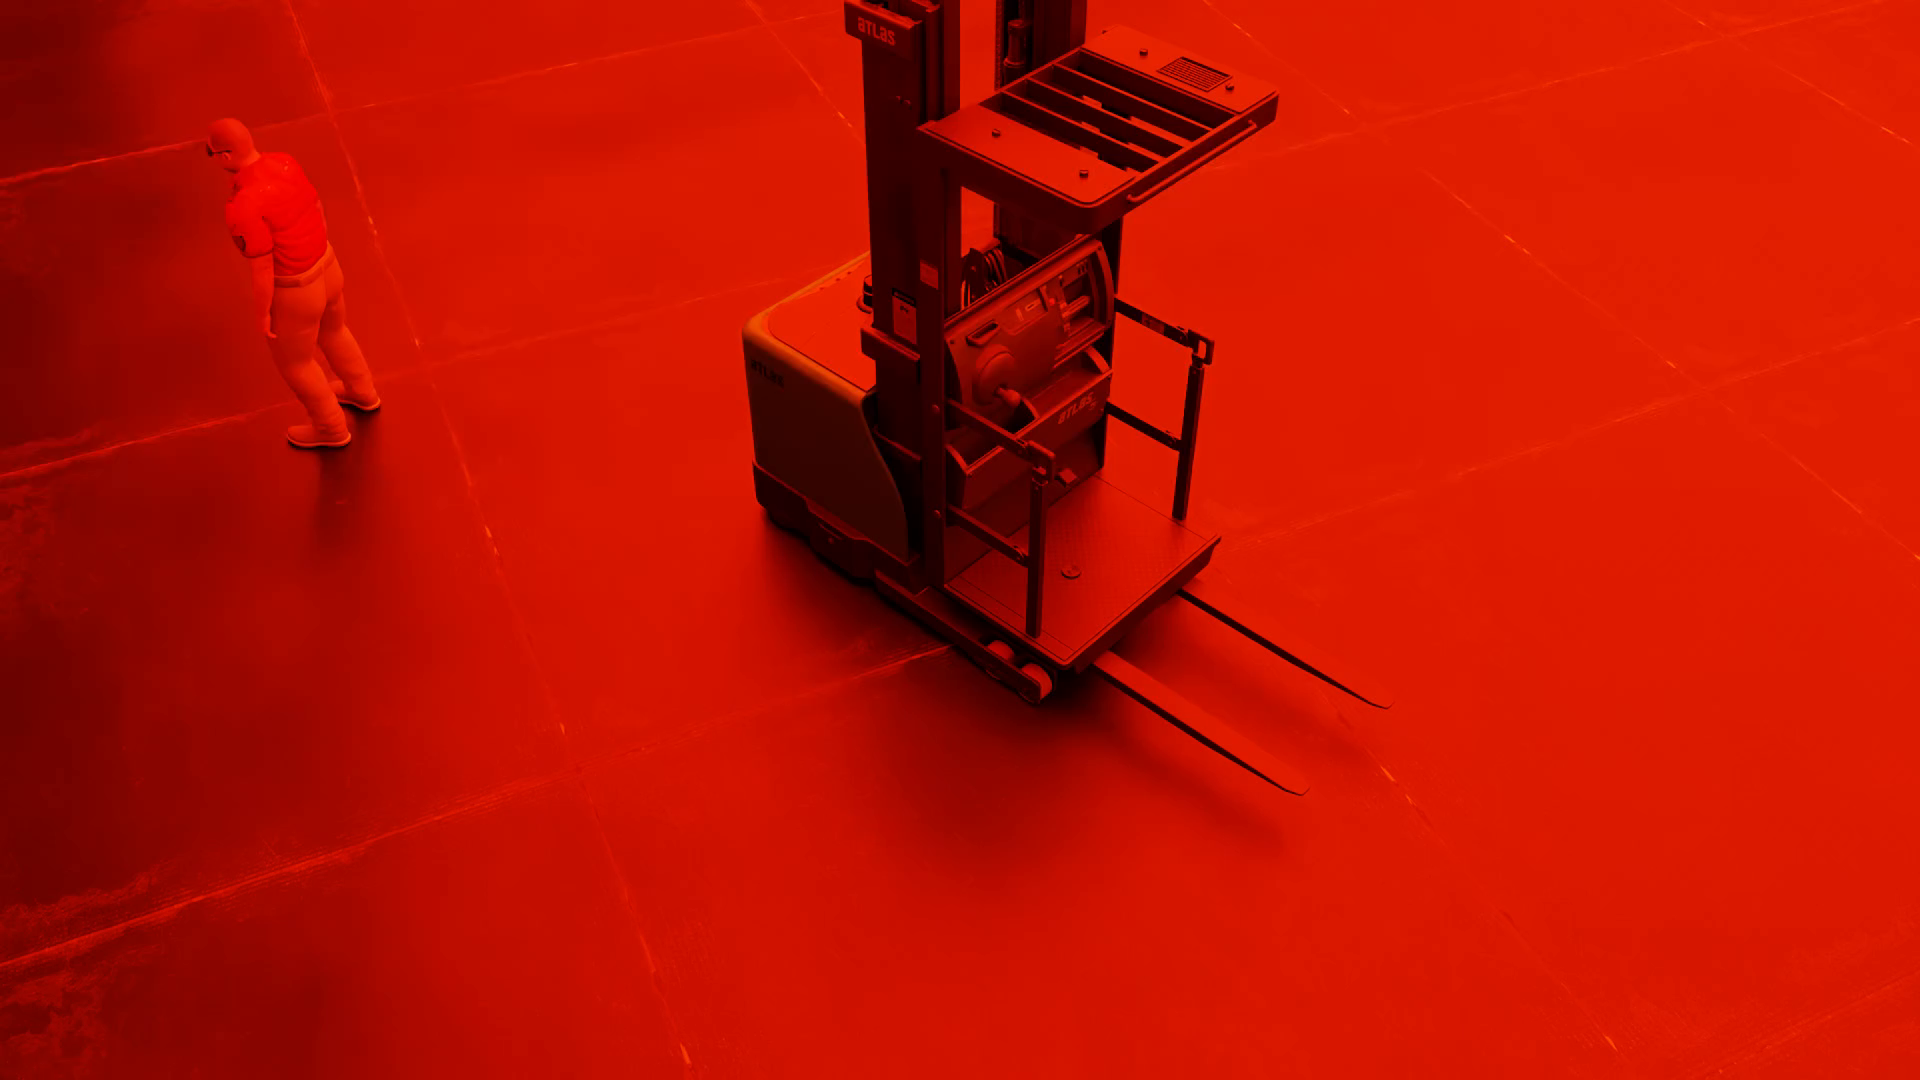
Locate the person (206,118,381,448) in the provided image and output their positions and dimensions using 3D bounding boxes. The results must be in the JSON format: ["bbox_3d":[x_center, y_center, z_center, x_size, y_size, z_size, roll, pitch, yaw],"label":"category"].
[{"bbox_3d":[-3.155,-1.213,7.862,0.399,1.725,0.598,9,44,10],"label":"person"}]

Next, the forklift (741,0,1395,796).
[{"bbox_3d":[0.445,-0.788,6.525,3.031,2.935,1.130,32,52,30],"label":"forklift"}]
